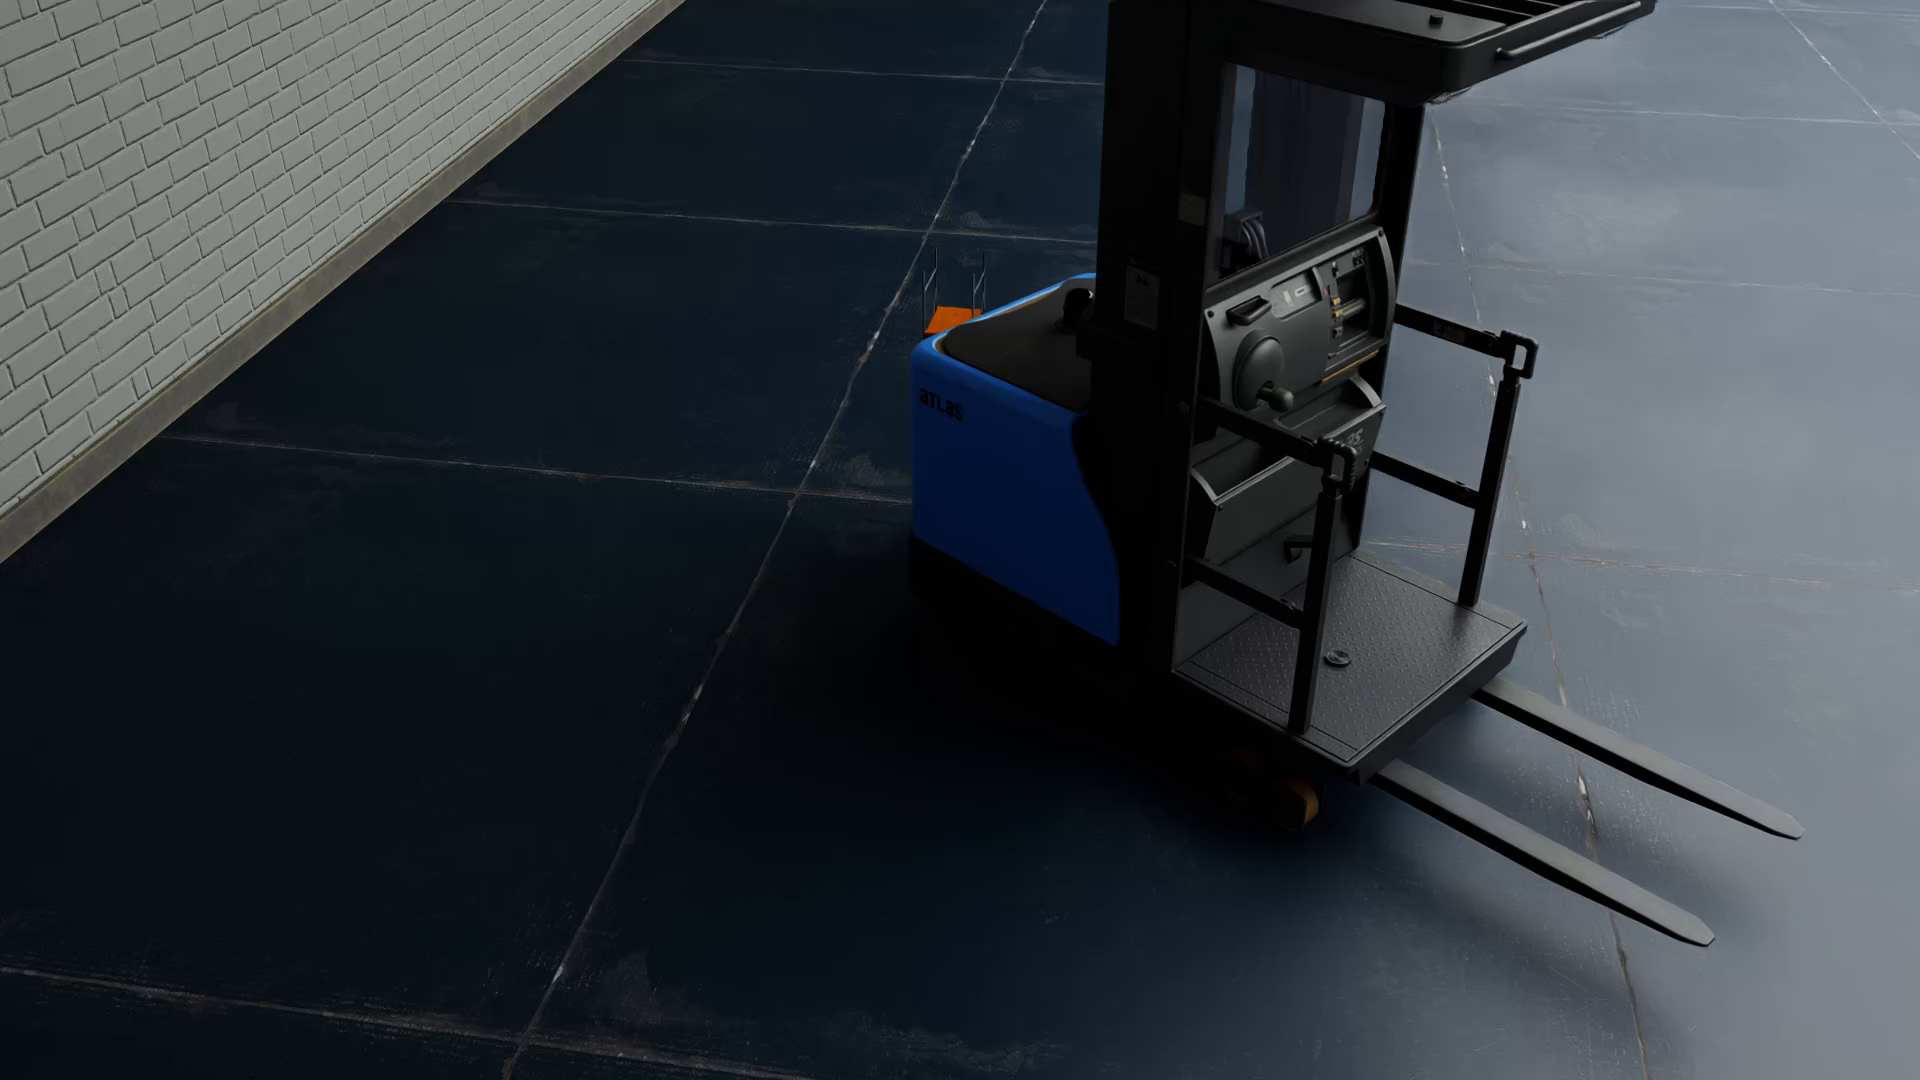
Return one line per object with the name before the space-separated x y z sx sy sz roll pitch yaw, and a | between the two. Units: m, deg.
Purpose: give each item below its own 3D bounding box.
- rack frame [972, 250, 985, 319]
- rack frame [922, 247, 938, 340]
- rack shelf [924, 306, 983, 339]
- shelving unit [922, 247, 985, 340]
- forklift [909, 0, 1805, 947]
rack frame | 0.069 -0.505 6.399 0.006 1.200 0.240 6 33 9
rack frame | -0.110 -0.524 6.429 0.006 1.200 0.240 6 33 9
rack shelf | -0.021 -0.782 6.247 0.180 0.103 0.258 6 33 9
shelving unit | -0.021 -0.515 6.414 0.189 1.200 0.258 6 33 9
forklift | 1.204 -0.639 4.982 1.130 2.935 3.031 -28 41 -37
